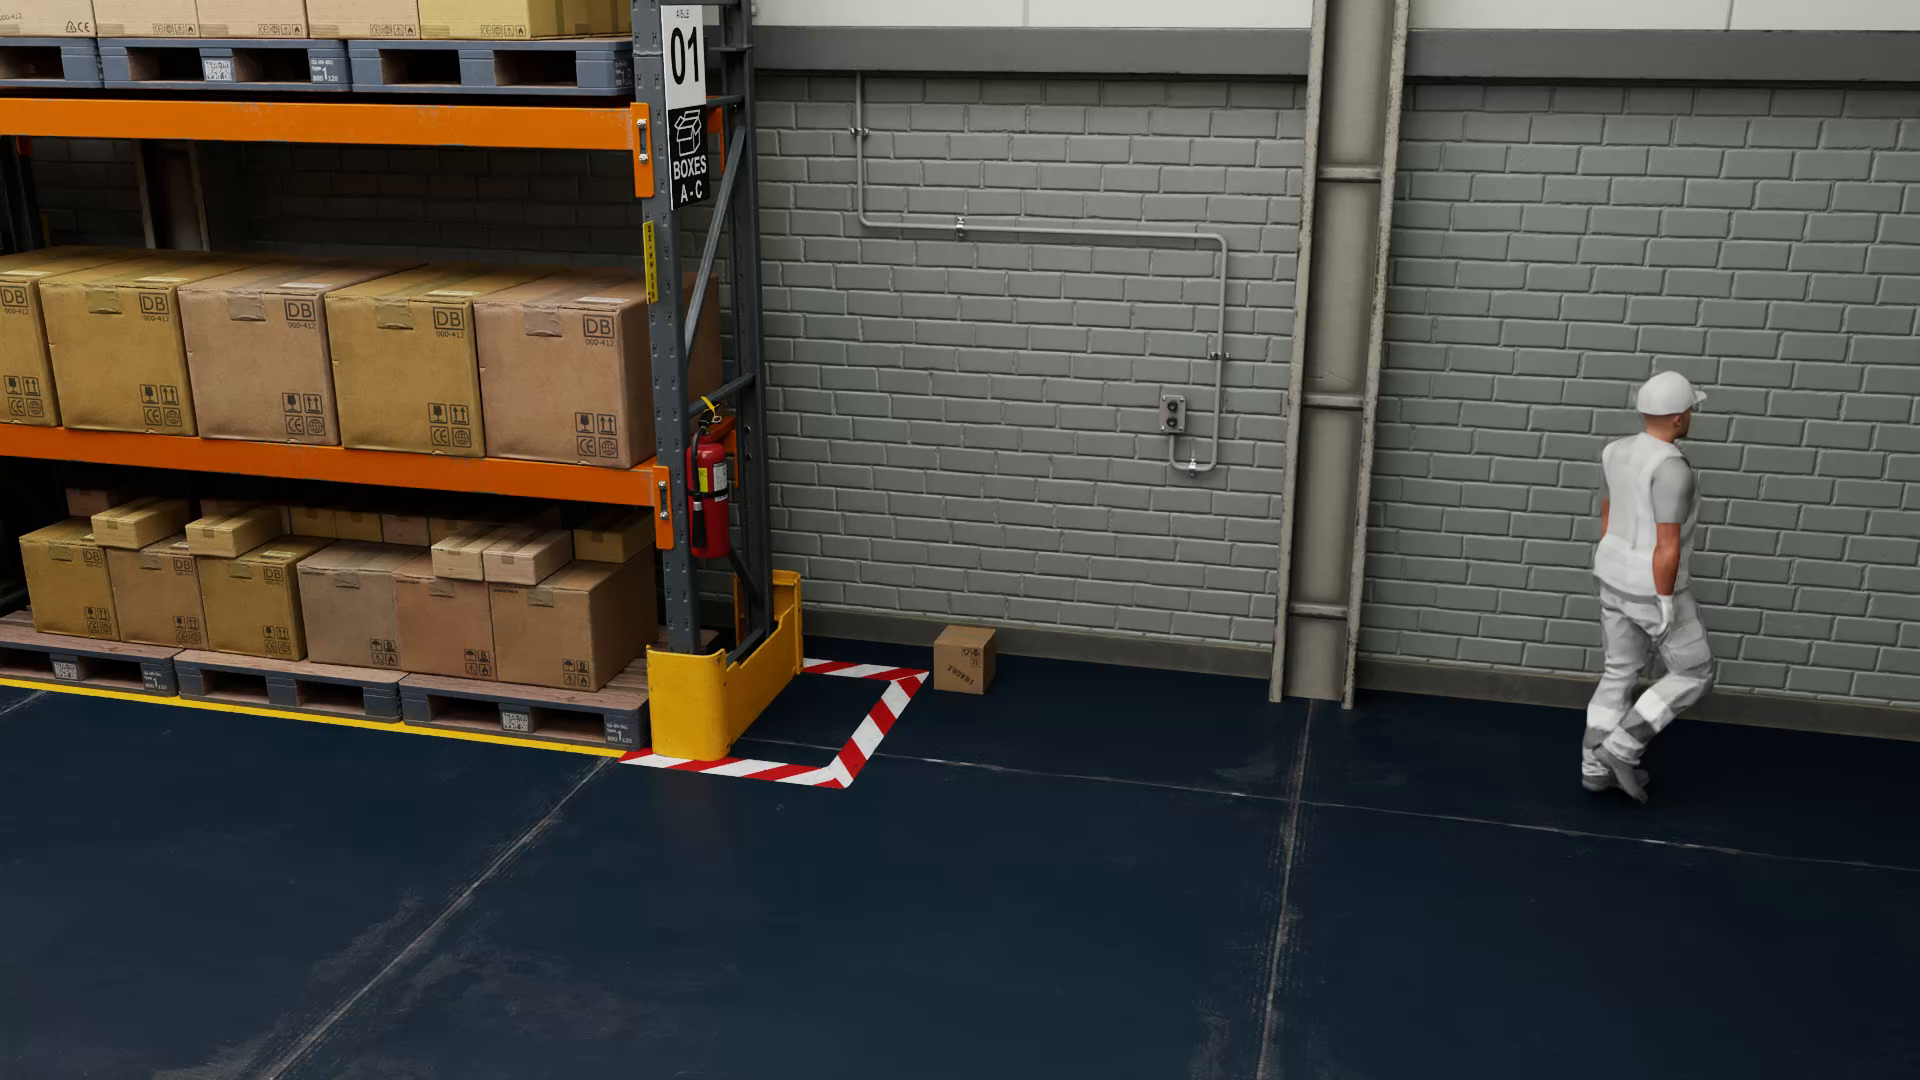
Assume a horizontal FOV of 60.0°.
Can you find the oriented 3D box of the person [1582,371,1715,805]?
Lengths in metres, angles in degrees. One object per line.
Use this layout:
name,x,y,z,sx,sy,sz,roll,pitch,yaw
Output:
person,2.816,0.191,6.826,0.454,1.783,0.582,-4,18,-11
